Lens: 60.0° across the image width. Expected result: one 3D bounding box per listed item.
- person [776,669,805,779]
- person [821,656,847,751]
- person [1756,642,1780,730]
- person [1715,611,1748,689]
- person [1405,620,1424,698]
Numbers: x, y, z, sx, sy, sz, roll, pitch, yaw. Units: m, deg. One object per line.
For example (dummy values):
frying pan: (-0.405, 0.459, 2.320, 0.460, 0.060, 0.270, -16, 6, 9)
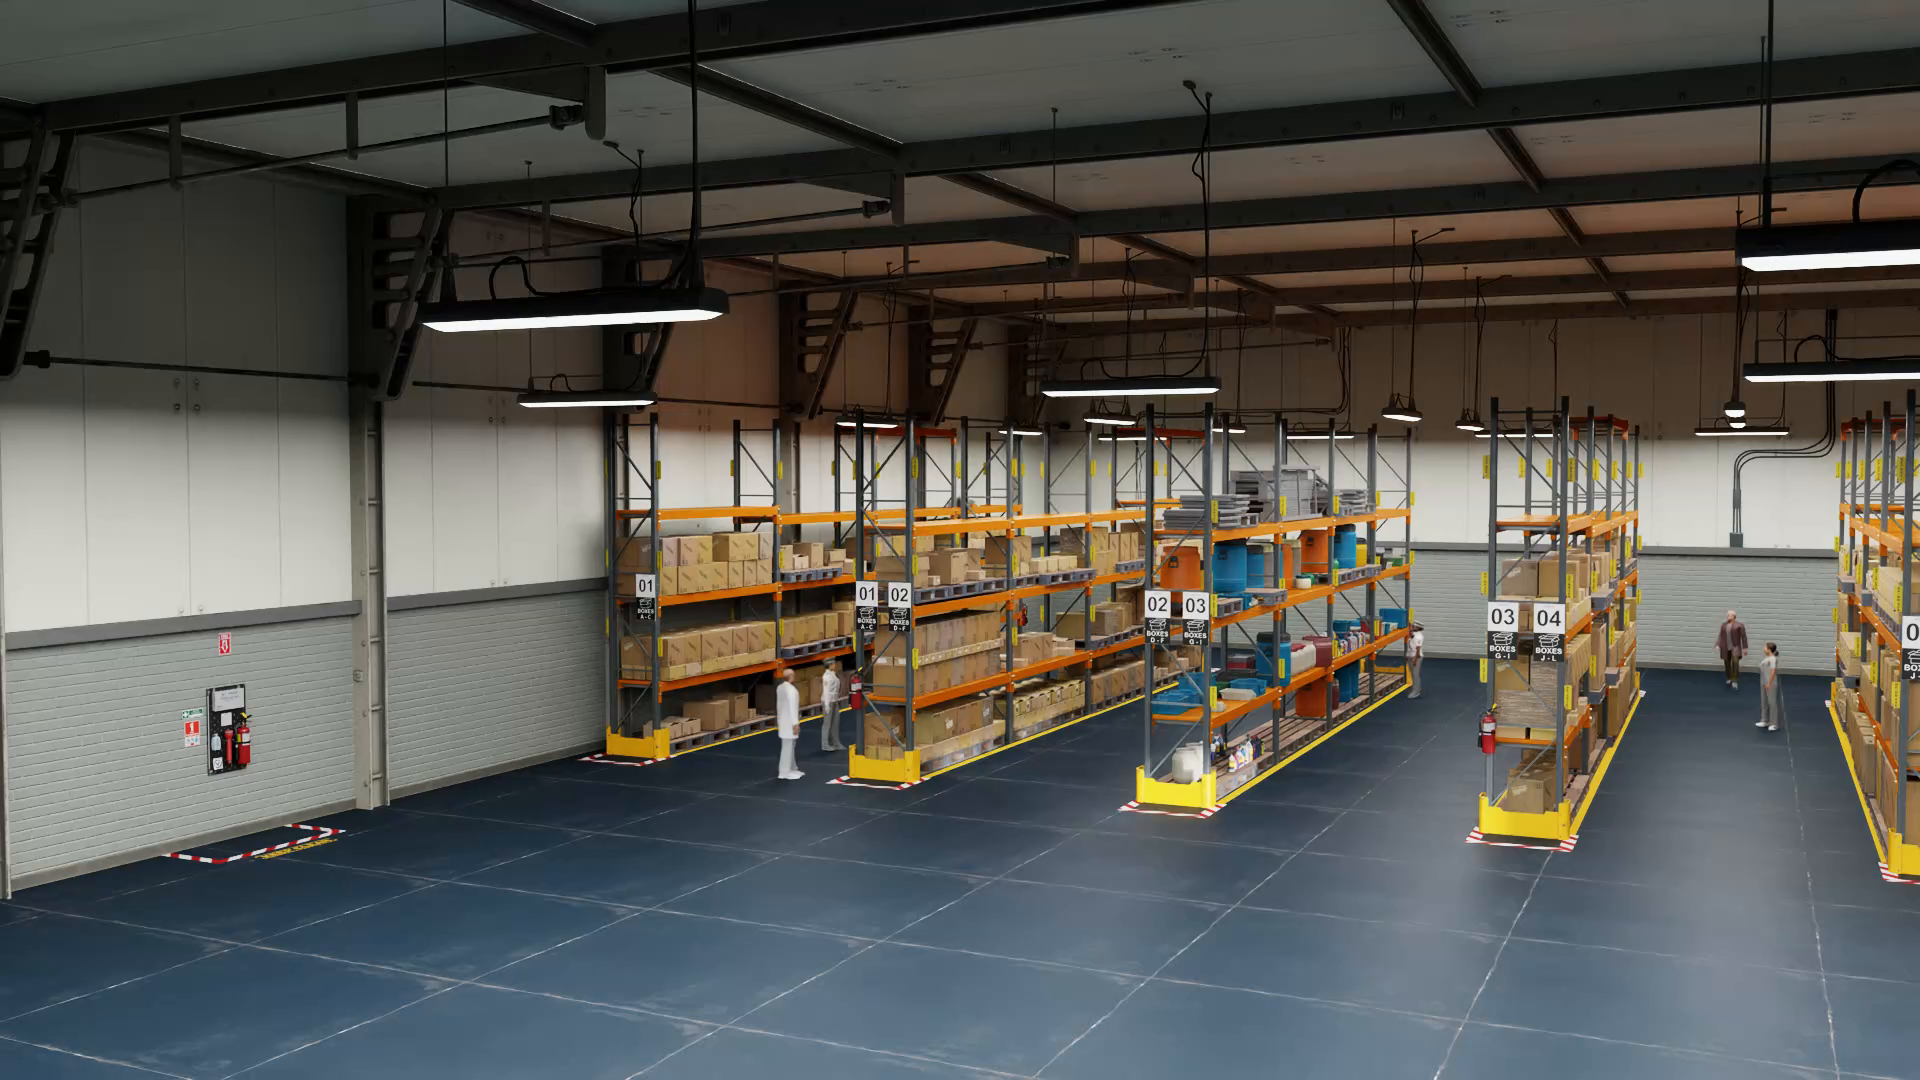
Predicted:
person: (-2.714, 3.001, 27.019, 0.502, 1.791, 0.674, -1, 3, -19)
person: (-2.272, 2.930, 29.663, 0.424, 1.714, 0.533, 1, 2, 13)
person: (15.680, 2.828, 32.238, 0.351, 1.706, 0.452, 0, 2, -7)
person: (17.724, 2.495, 38.222, 0.685, 1.729, 1.033, 1, 3, 31)
person: (10.041, 2.627, 36.786, 0.489, 1.706, 0.462, -1, 3, -20)
